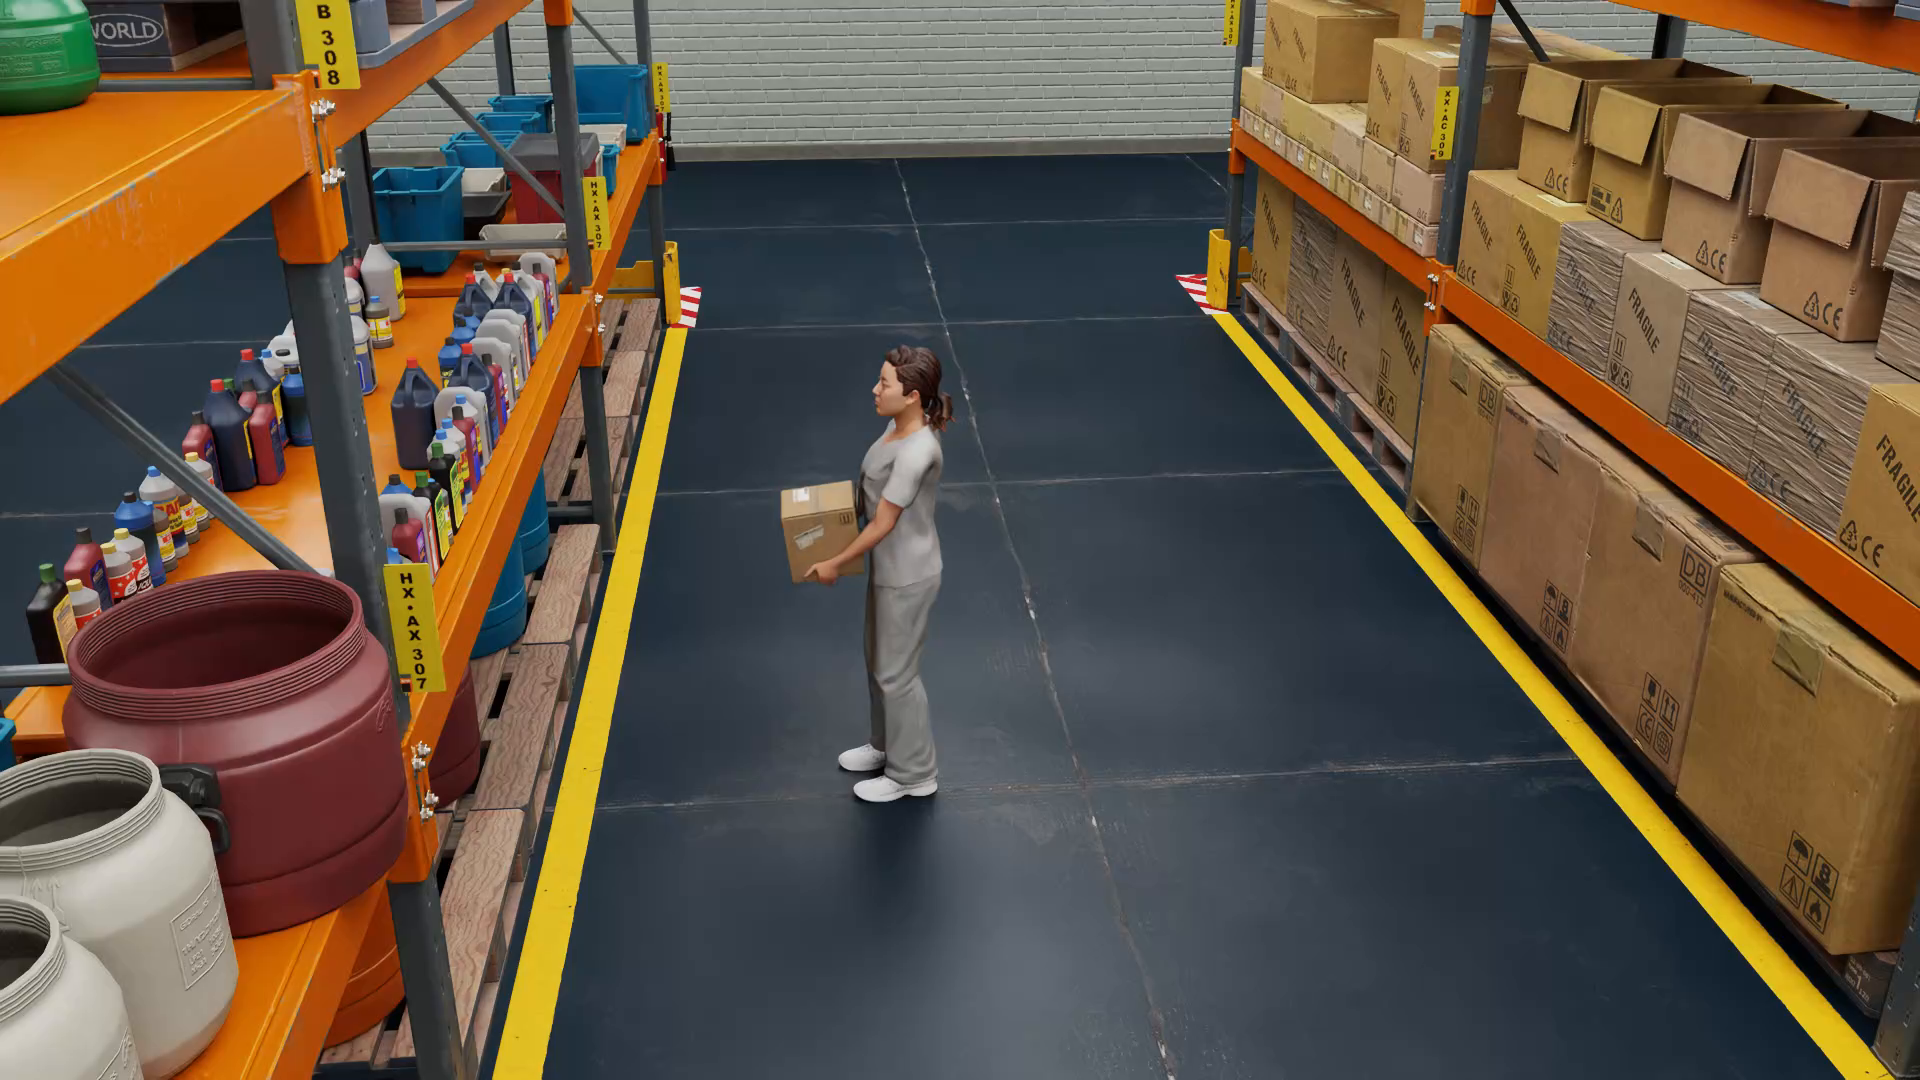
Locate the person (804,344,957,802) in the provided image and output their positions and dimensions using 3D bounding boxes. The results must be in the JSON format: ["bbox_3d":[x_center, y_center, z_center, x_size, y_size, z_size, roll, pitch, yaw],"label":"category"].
[{"bbox_3d":[-0.278,0.127,5.832,0.538,1.666,0.435,-2,24,-5],"label":"person"}]
